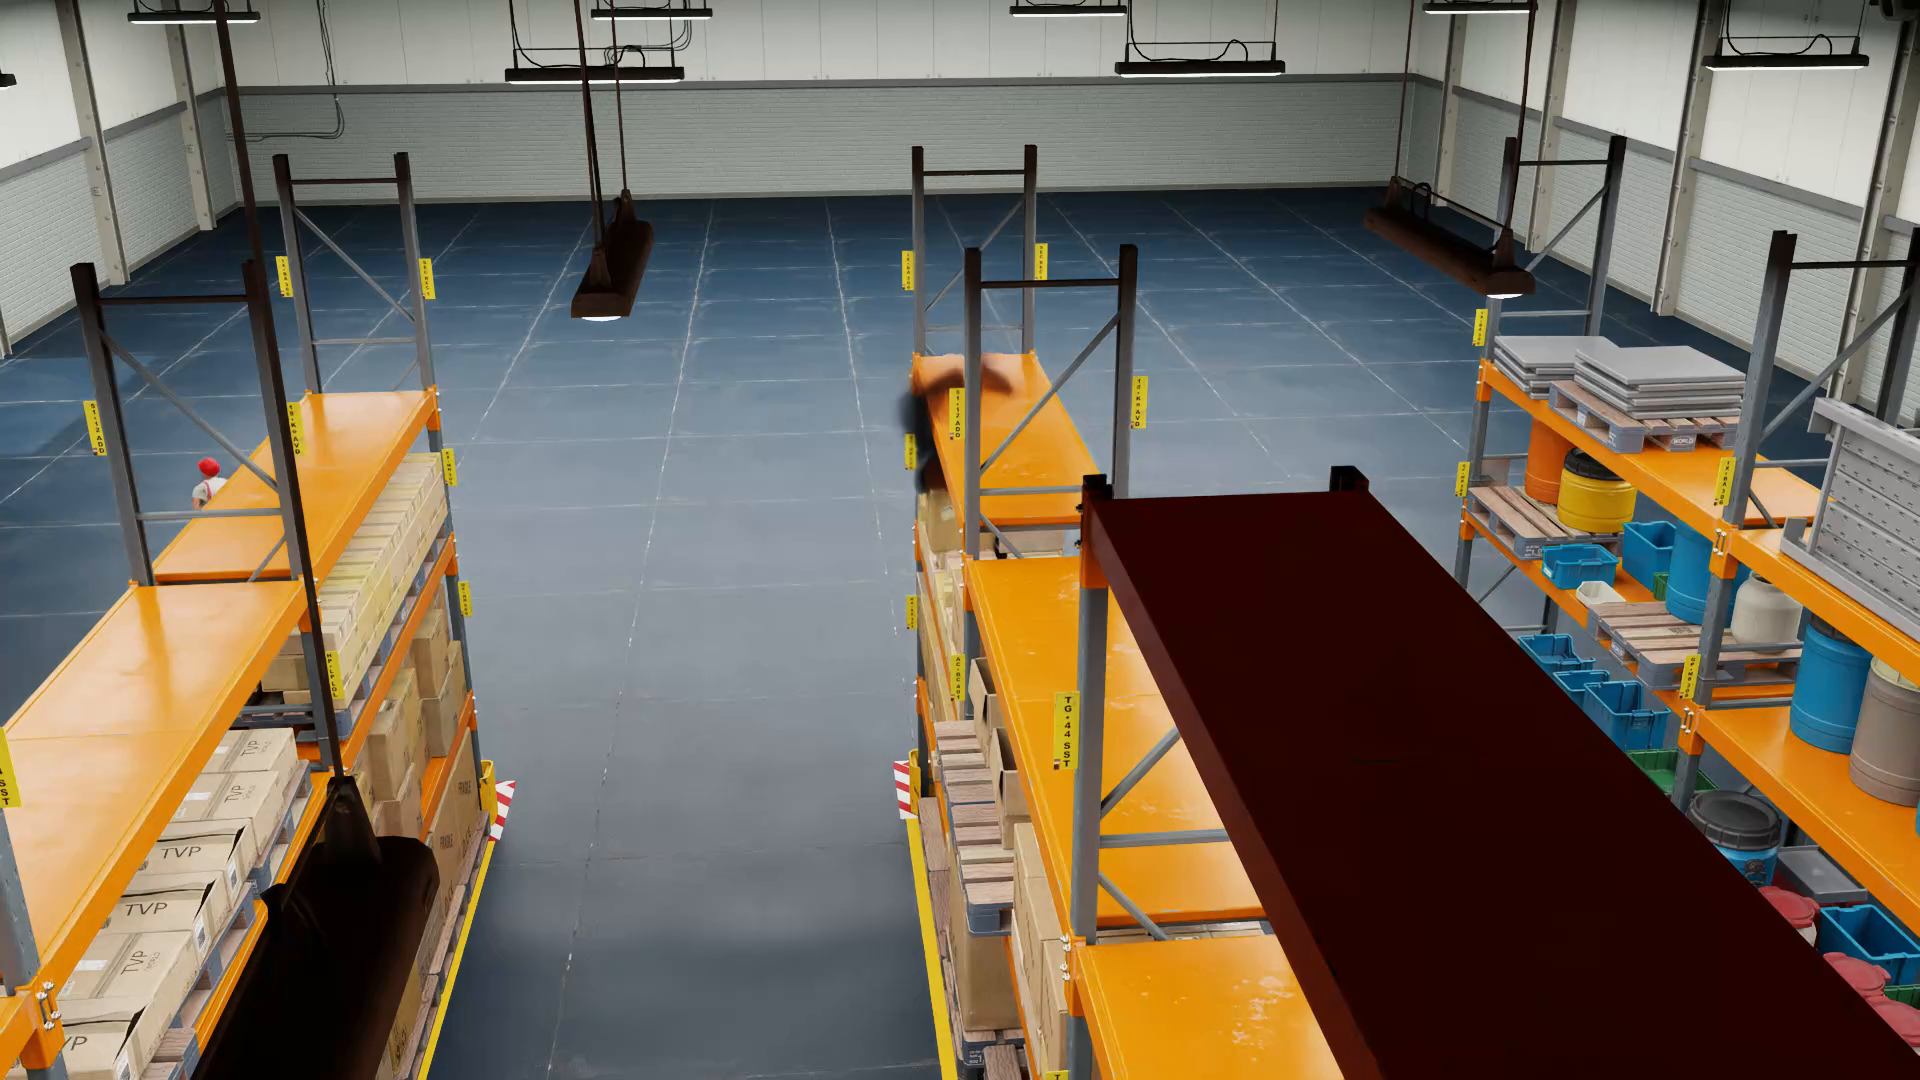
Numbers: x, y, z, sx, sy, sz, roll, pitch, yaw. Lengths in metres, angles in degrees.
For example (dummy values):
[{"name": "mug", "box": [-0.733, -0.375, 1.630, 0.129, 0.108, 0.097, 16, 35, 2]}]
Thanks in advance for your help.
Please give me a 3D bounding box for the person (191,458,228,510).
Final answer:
[{"name": "person", "box": [-8.751, -0.130, 19.575, 0.726, 1.727, 0.704, 18, 28, 37]}]
